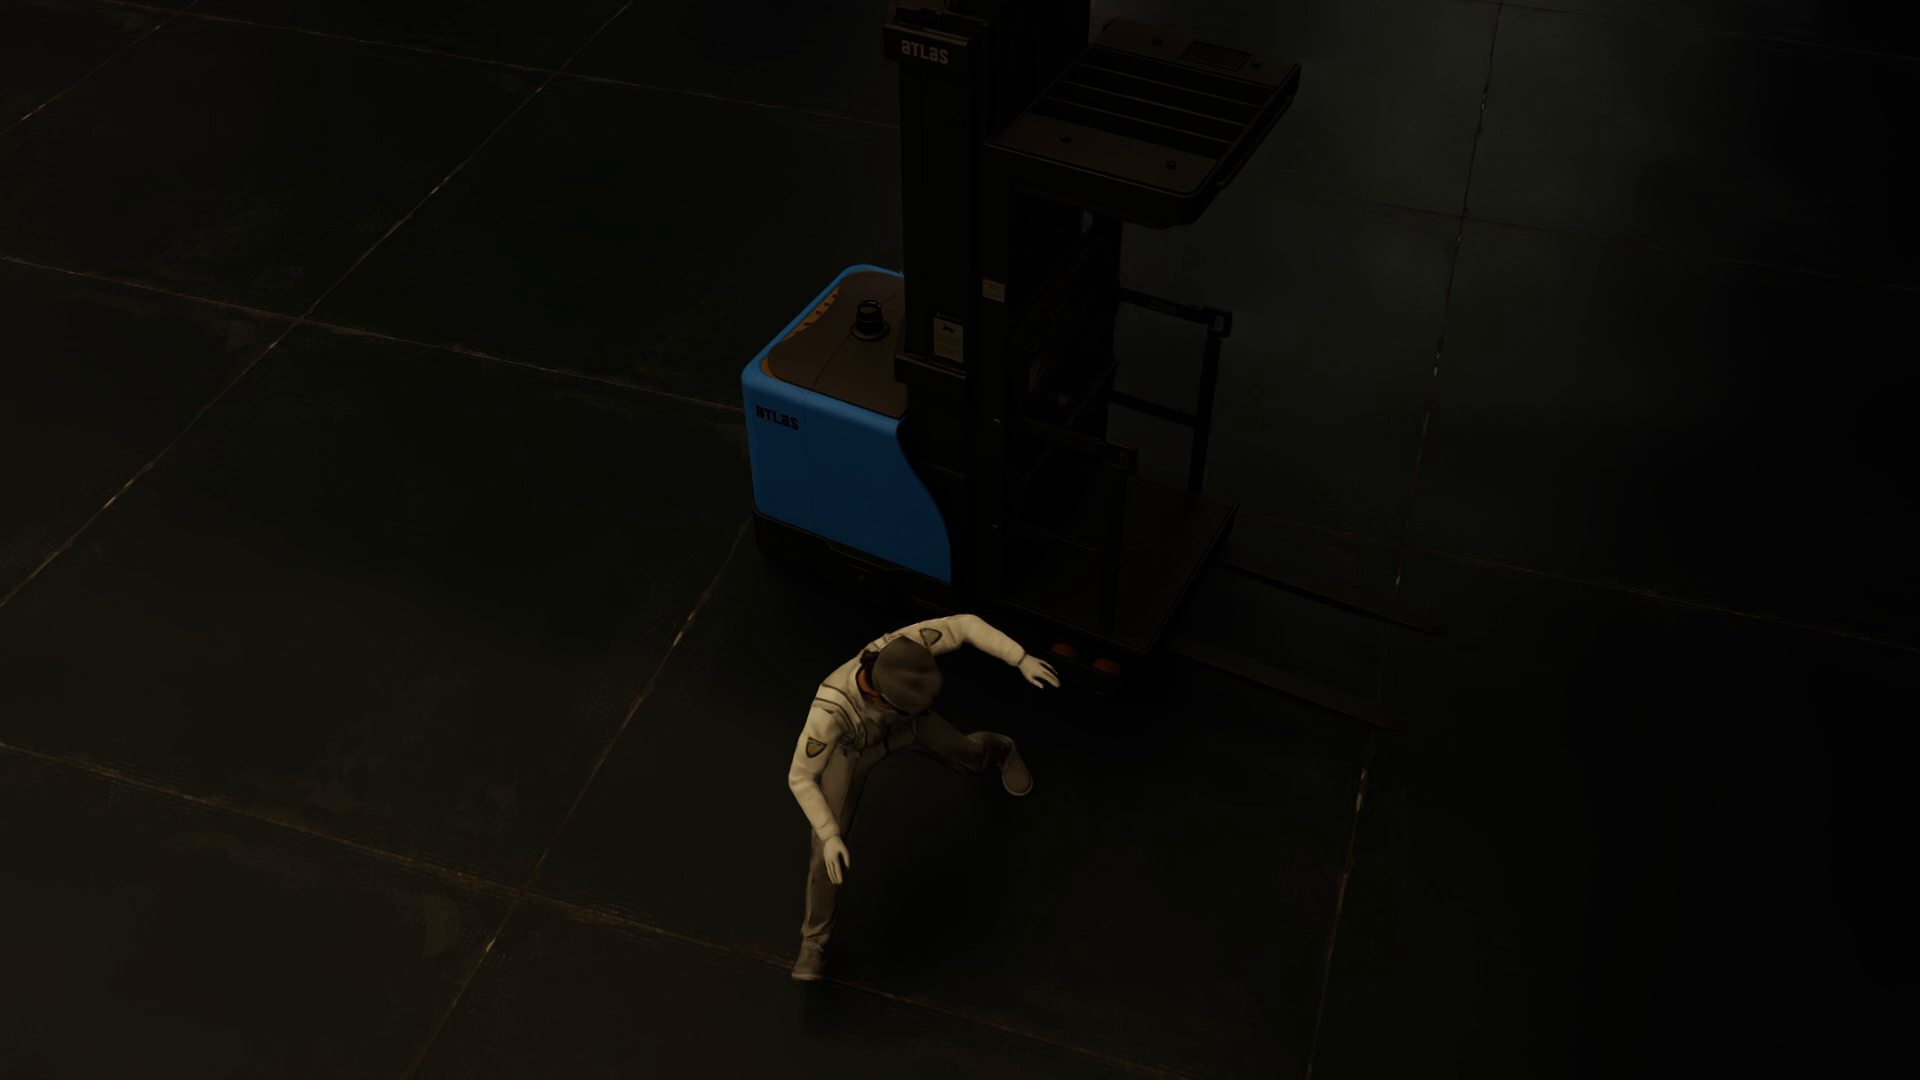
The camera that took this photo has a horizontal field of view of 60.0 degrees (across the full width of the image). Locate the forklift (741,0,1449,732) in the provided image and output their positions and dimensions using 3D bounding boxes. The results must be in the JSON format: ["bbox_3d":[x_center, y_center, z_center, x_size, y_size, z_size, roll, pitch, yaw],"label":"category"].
[{"bbox_3d":[0.600,-0.821,6.571,3.031,2.935,1.130,20,46,20],"label":"forklift"}]

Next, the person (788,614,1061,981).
[{"bbox_3d":[-0.184,0.785,5.995,1.250,1.363,0.804,-18,46,-19],"label":"person"}]
